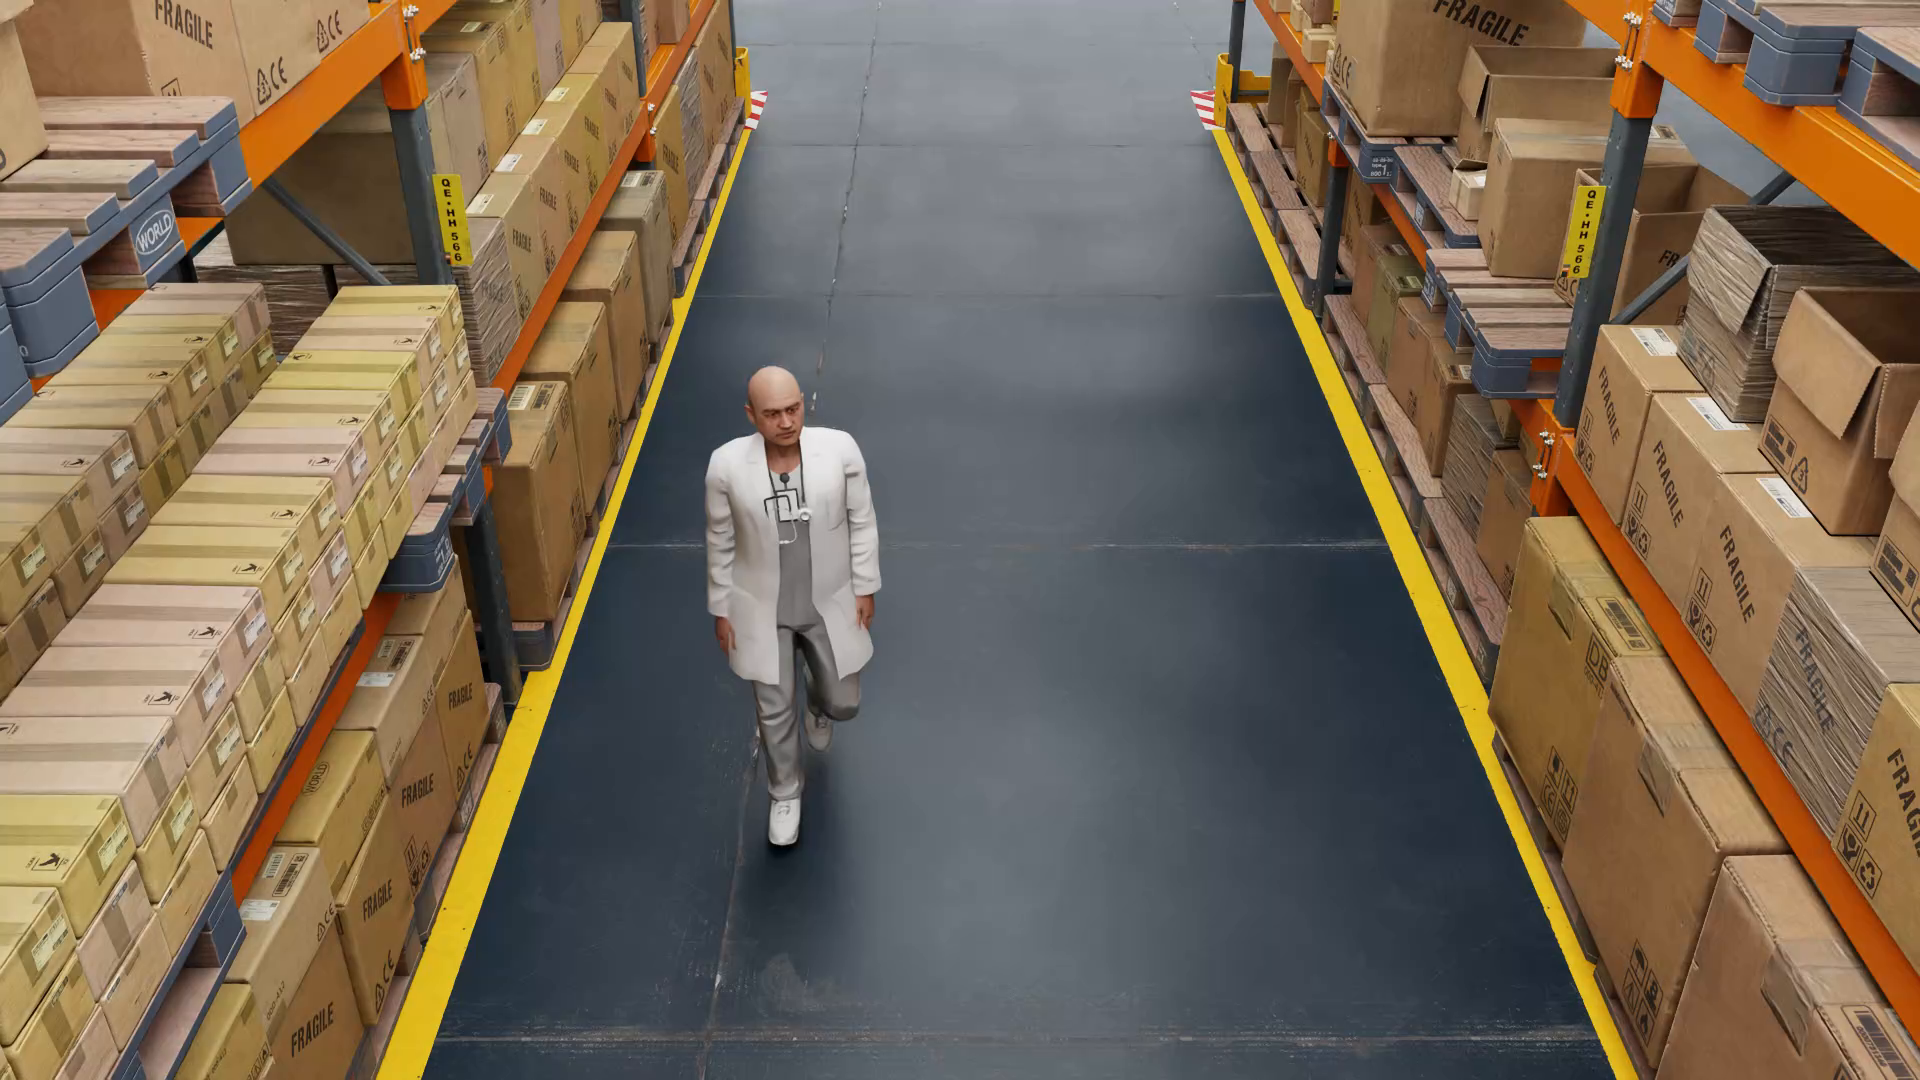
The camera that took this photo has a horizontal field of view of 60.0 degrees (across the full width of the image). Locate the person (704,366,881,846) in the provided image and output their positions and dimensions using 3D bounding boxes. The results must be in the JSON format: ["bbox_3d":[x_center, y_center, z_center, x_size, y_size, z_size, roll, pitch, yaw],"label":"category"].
[{"bbox_3d":[-0.578,0.191,5.778,0.606,1.768,0.634,-5,32,-9],"label":"person"}]
